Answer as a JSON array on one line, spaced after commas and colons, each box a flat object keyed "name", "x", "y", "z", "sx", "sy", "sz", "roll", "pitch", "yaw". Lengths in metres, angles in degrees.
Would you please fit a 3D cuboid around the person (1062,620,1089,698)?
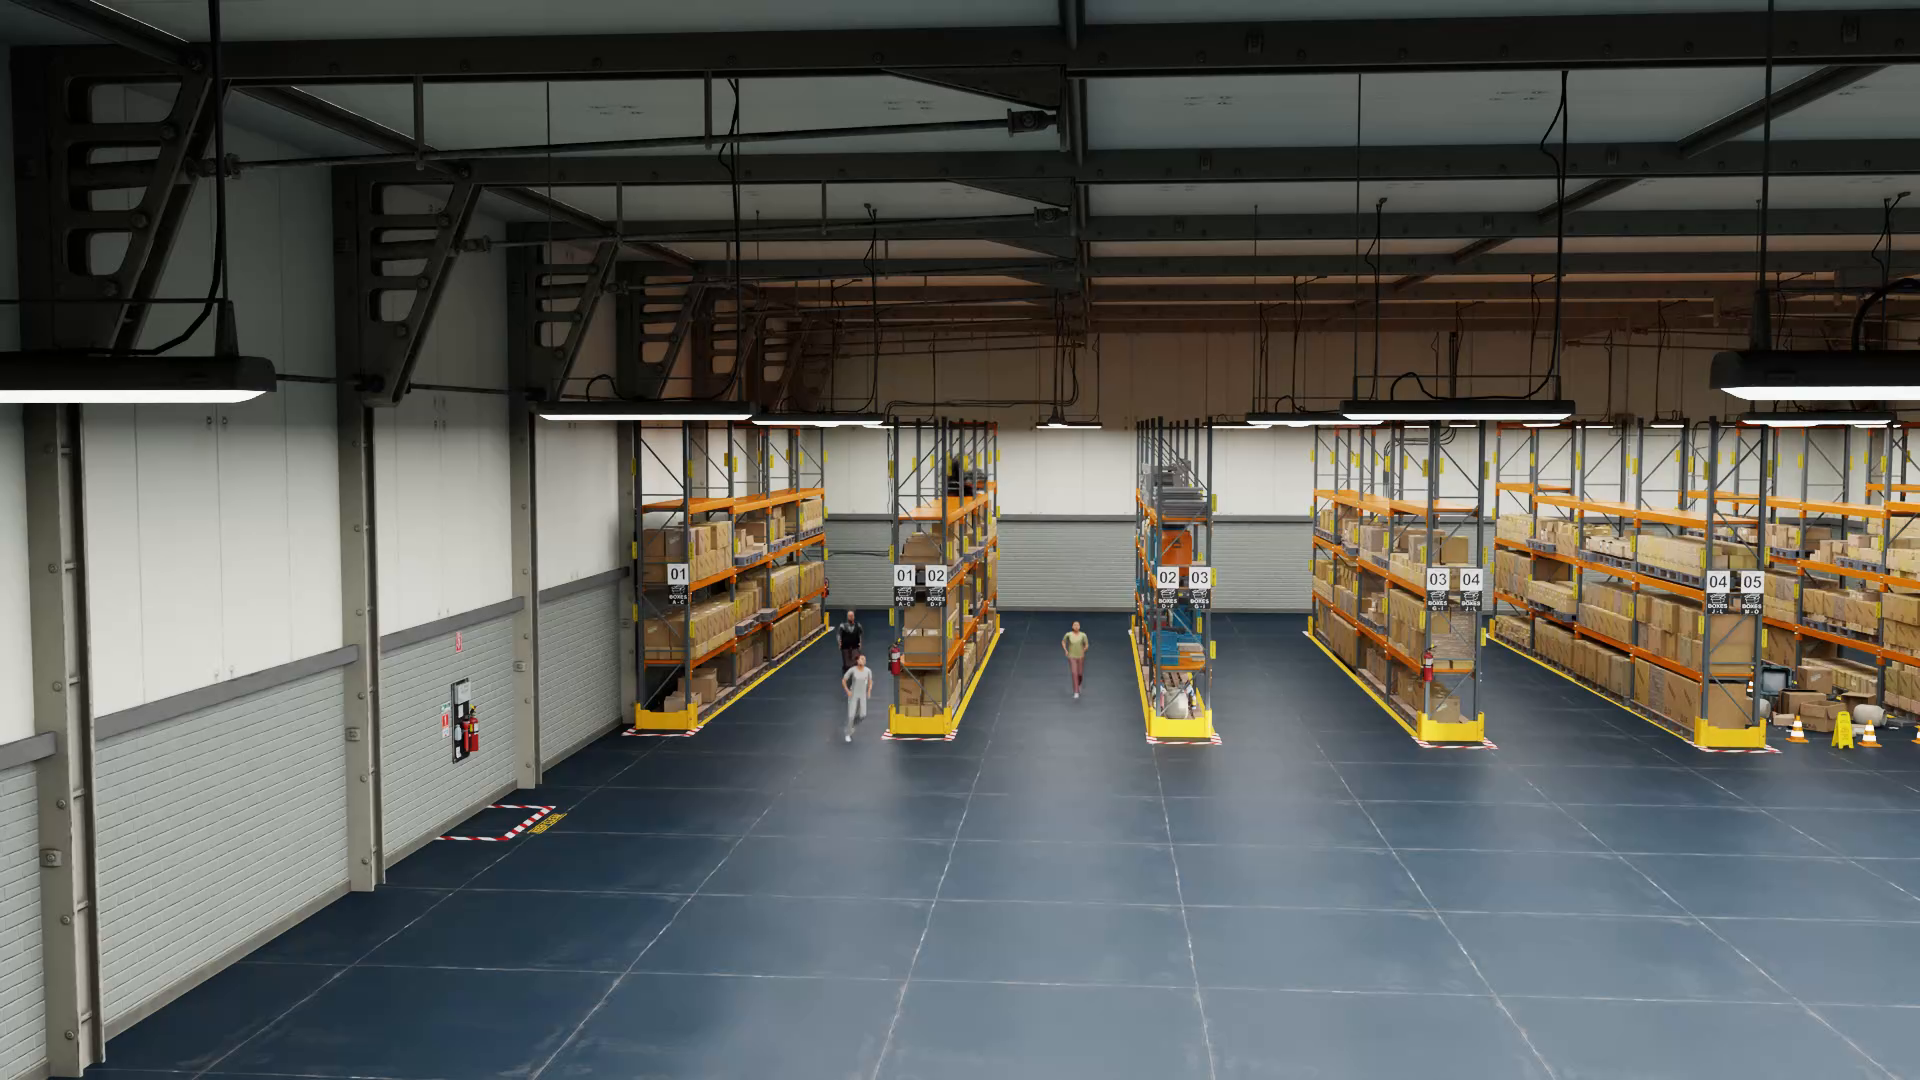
[{"name": "person", "x": 2.496, "y": 2.554, "z": 35.961, "sx": 0.587, "sy": 1.653, "sz": 0.752, "roll": 0, "pitch": 4, "yaw": -1}]

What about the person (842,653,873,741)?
[{"name": "person", "x": -1.885, "y": 2.911, "z": 30.905, "sx": 0.617, "sy": 1.626, "sz": 0.533, "roll": -1, "pitch": 4, "yaw": -19}]

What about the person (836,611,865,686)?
[{"name": "person", "x": -2.479, "y": 2.443, "z": 37.613, "sx": 0.645, "sy": 1.675, "sz": 0.585, "roll": -1, "pitch": 4, "yaw": -10}]
